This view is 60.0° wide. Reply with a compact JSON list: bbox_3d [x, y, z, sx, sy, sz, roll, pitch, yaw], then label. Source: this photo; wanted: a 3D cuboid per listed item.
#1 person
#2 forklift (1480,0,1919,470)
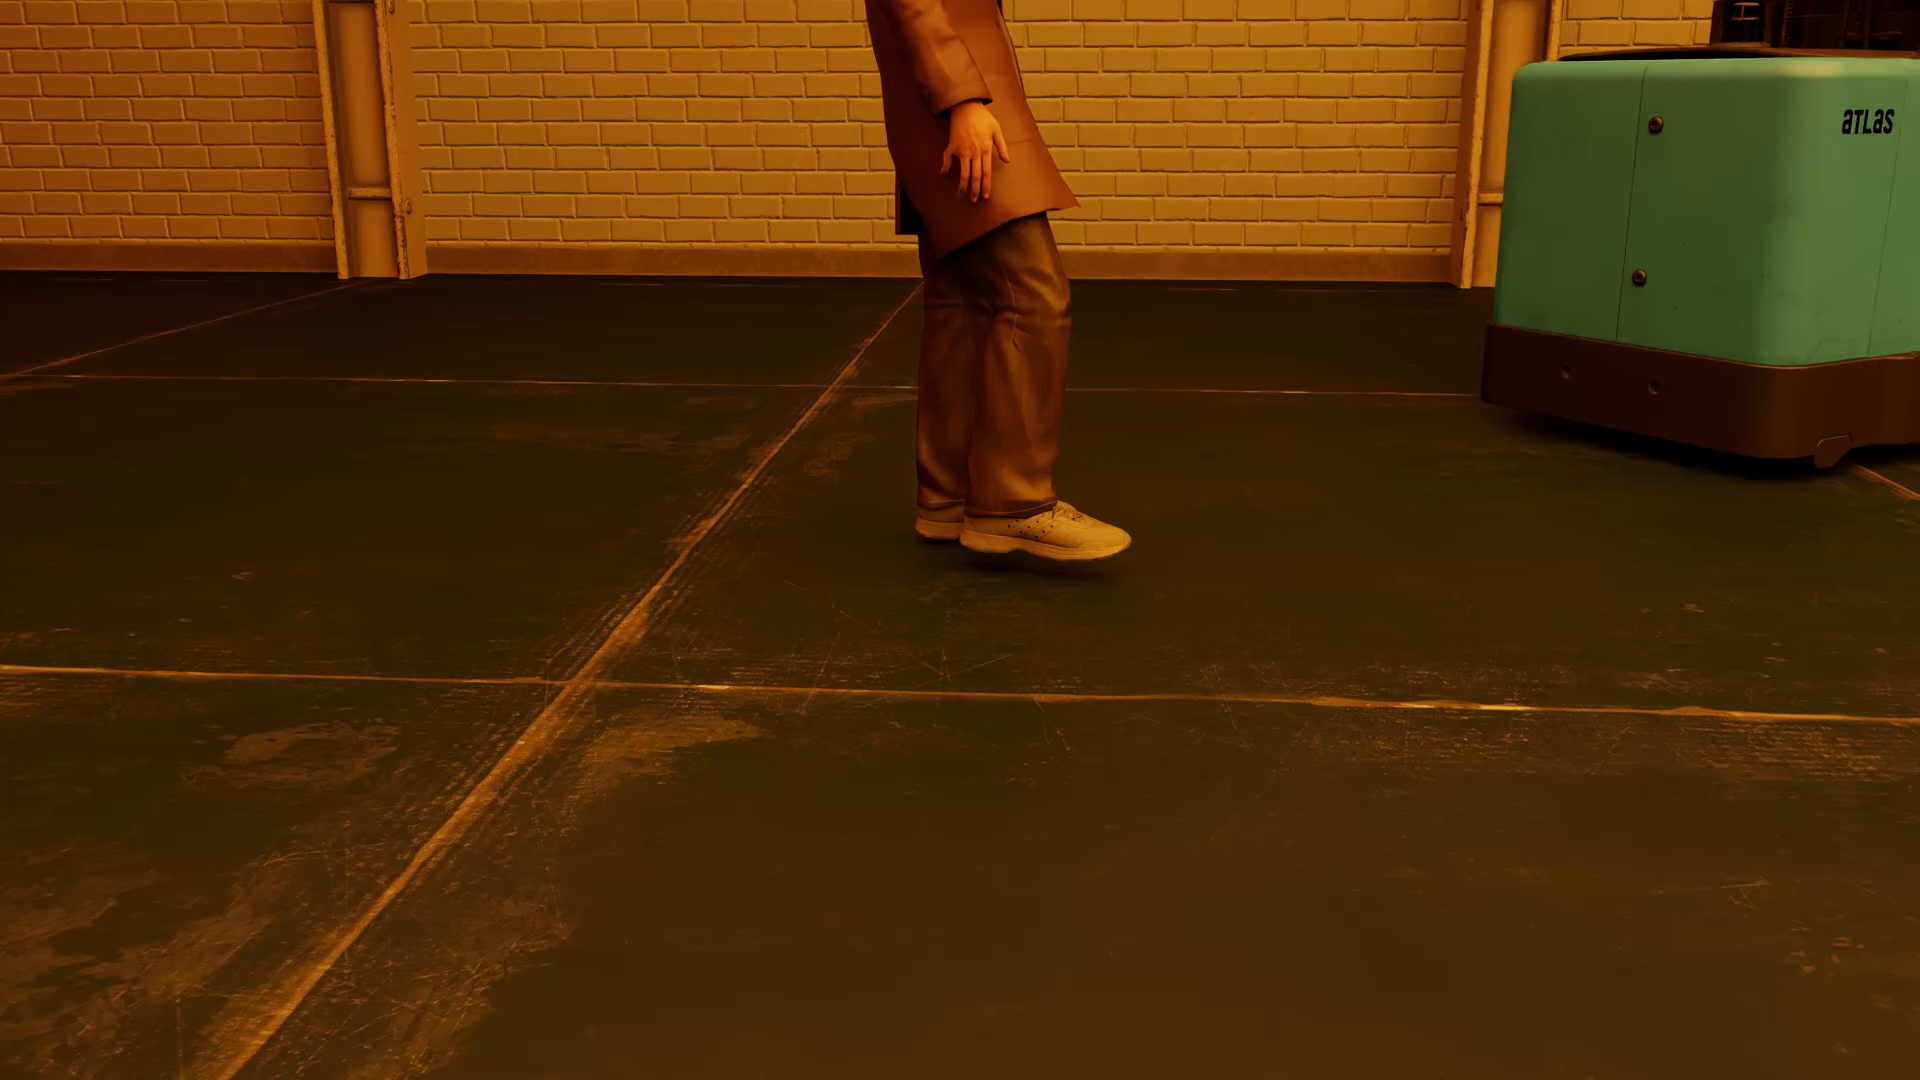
[{"bbox_3d":[0.092,-0.863,3.568,0.580,1.778,0.698,1,15,4],"label":"person"},{"bbox_3d":[3.142,-1.860,5.071,3.031,2.935,1.130,-9,17,-29],"label":"forklift"}]
